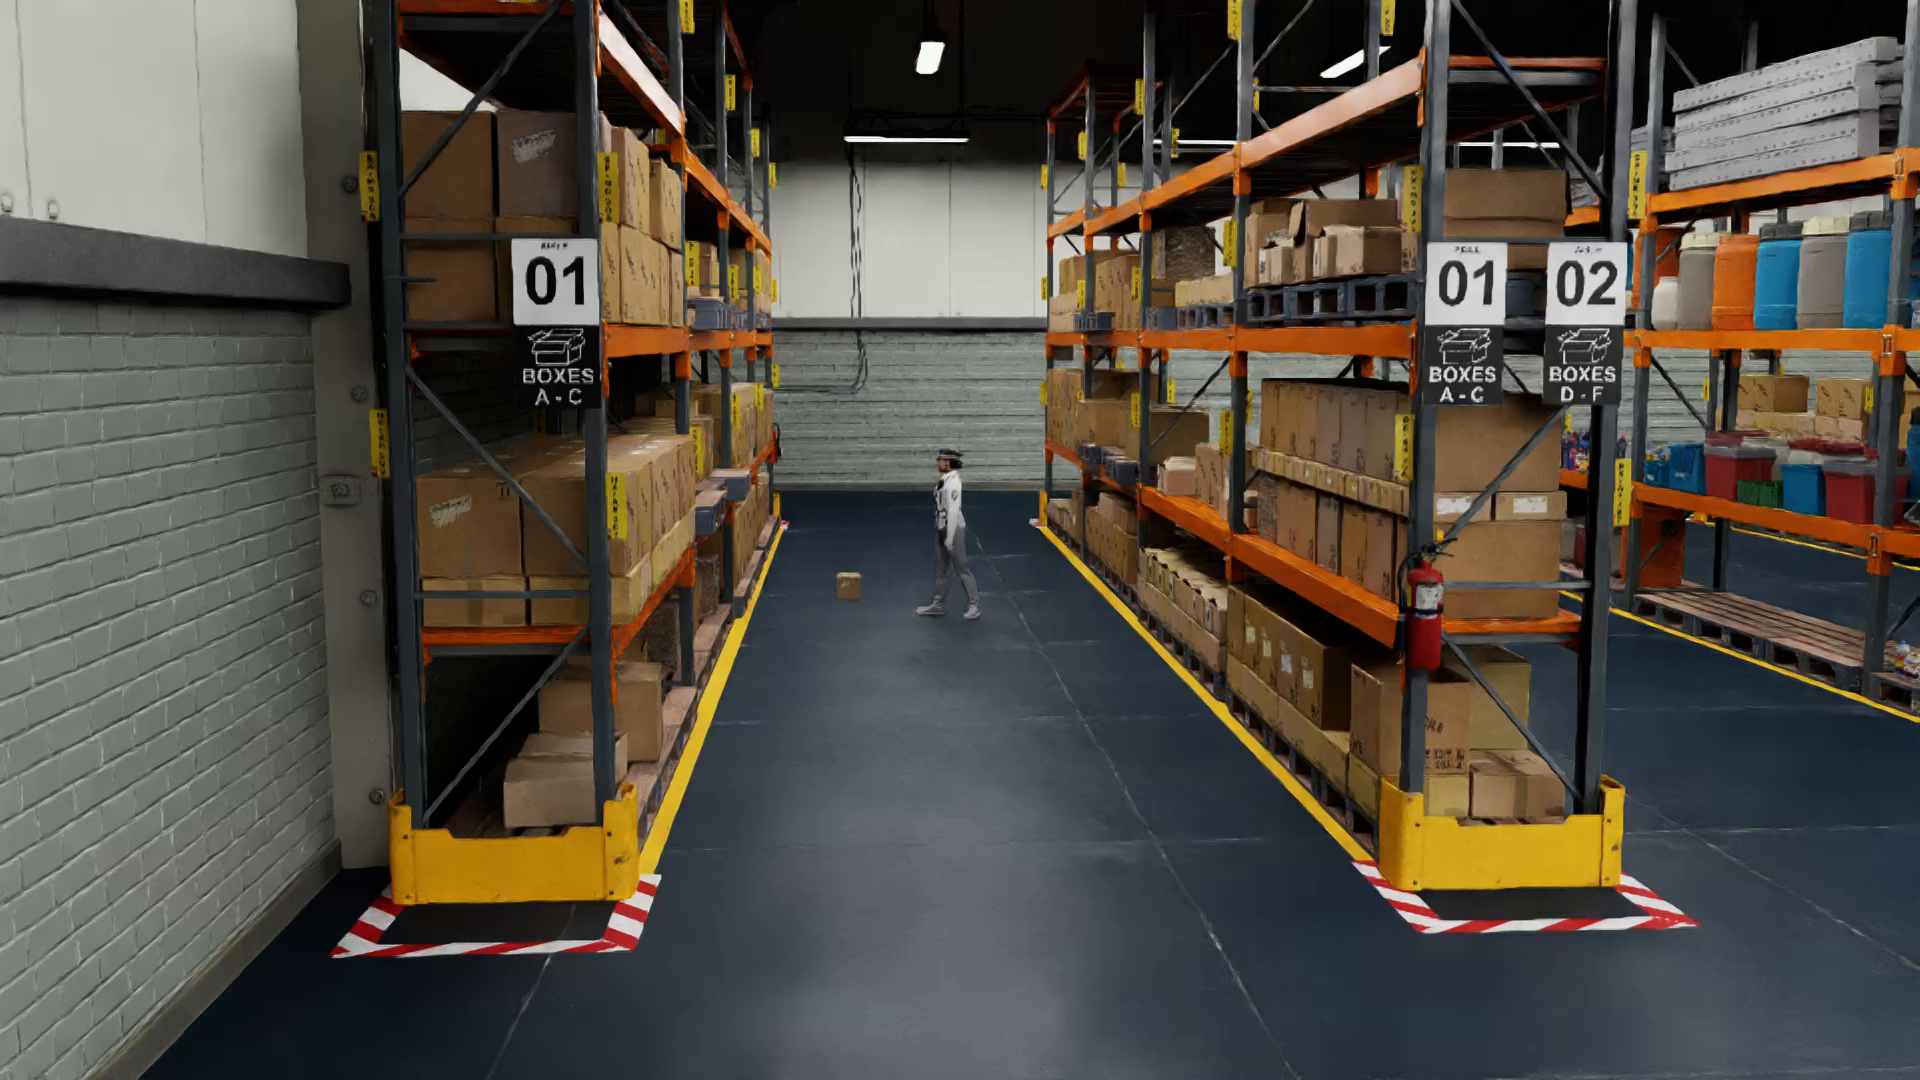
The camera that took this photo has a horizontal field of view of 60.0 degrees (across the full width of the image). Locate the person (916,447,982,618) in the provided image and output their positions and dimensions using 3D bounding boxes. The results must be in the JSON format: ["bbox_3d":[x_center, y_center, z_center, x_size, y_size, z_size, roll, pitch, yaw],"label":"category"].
[{"bbox_3d":[-0.122,-0.087,16.339,0.601,1.664,0.673,-2,7,-12],"label":"person"}]
